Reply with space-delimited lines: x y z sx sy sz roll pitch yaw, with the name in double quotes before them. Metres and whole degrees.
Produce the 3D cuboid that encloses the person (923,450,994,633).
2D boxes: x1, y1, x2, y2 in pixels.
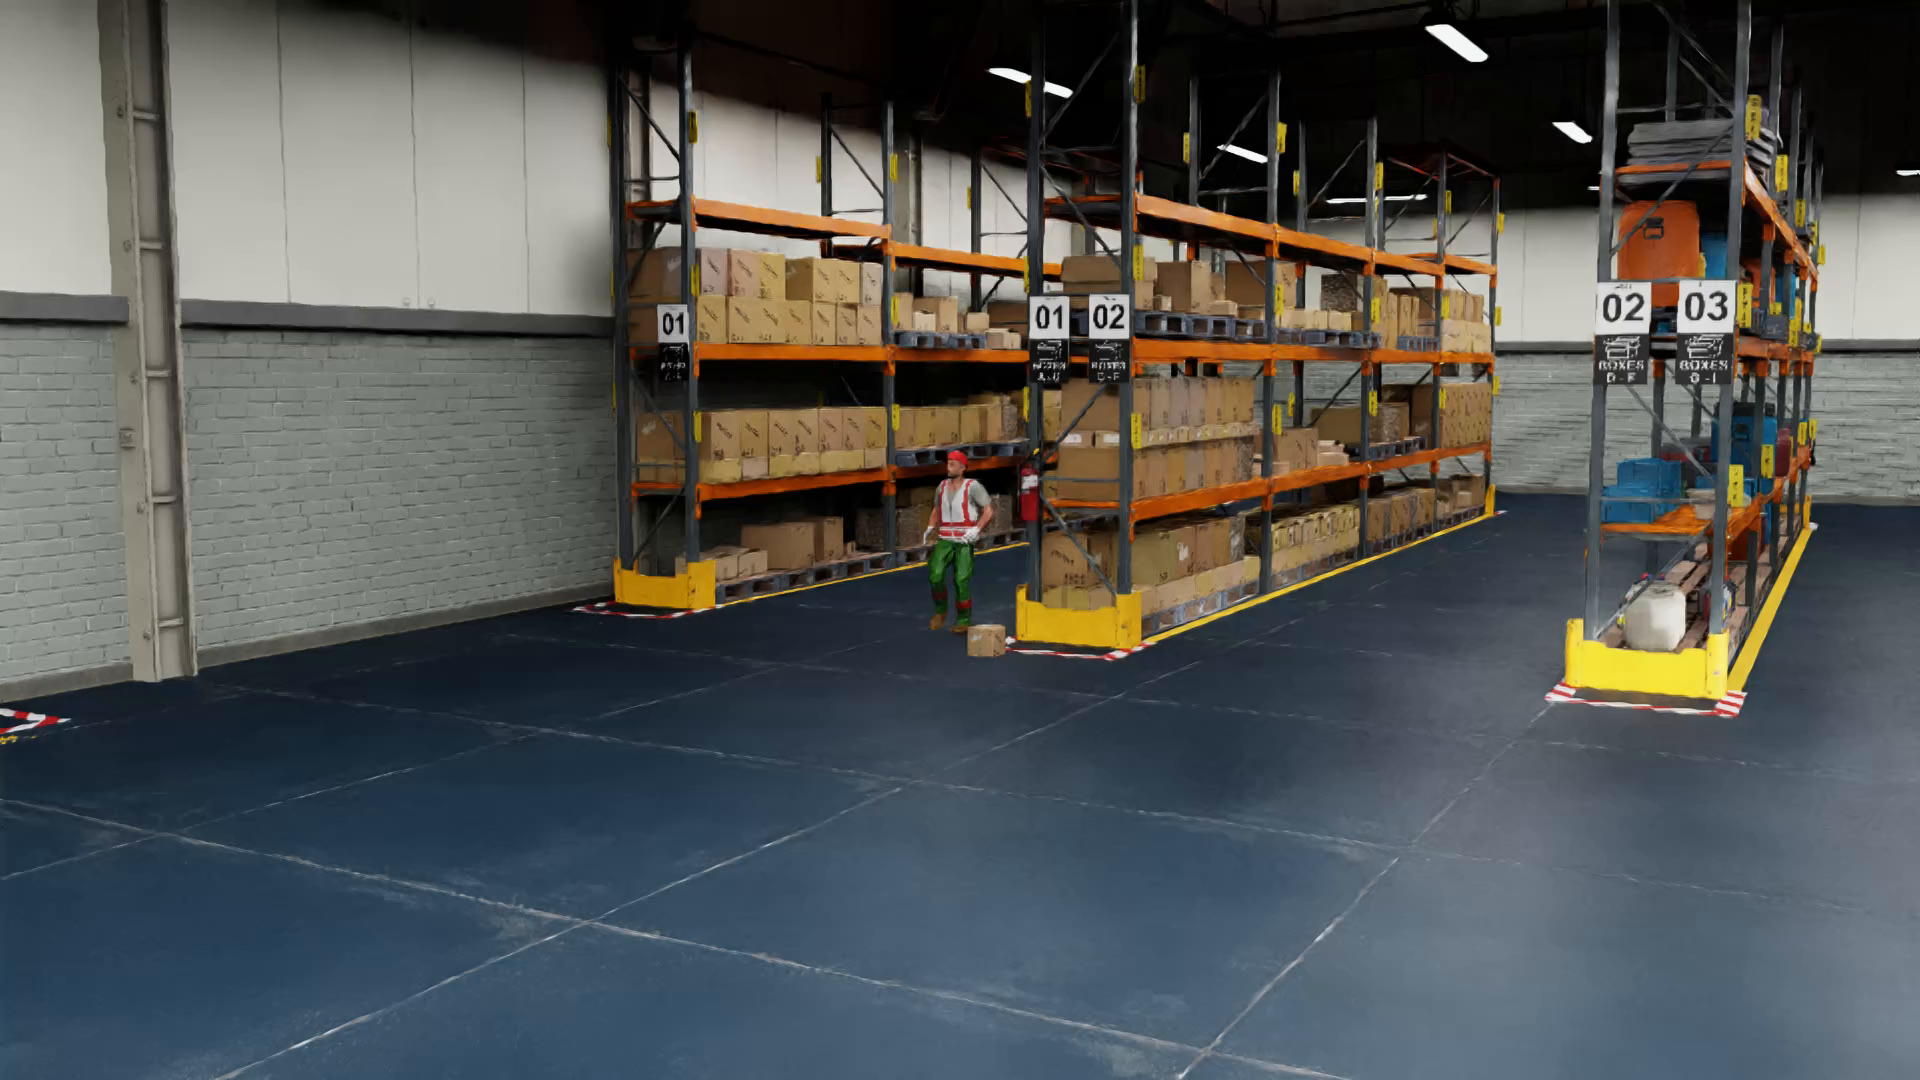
"person" -0.030 0.019 15.957 0.710 1.751 0.512 2 6 21
